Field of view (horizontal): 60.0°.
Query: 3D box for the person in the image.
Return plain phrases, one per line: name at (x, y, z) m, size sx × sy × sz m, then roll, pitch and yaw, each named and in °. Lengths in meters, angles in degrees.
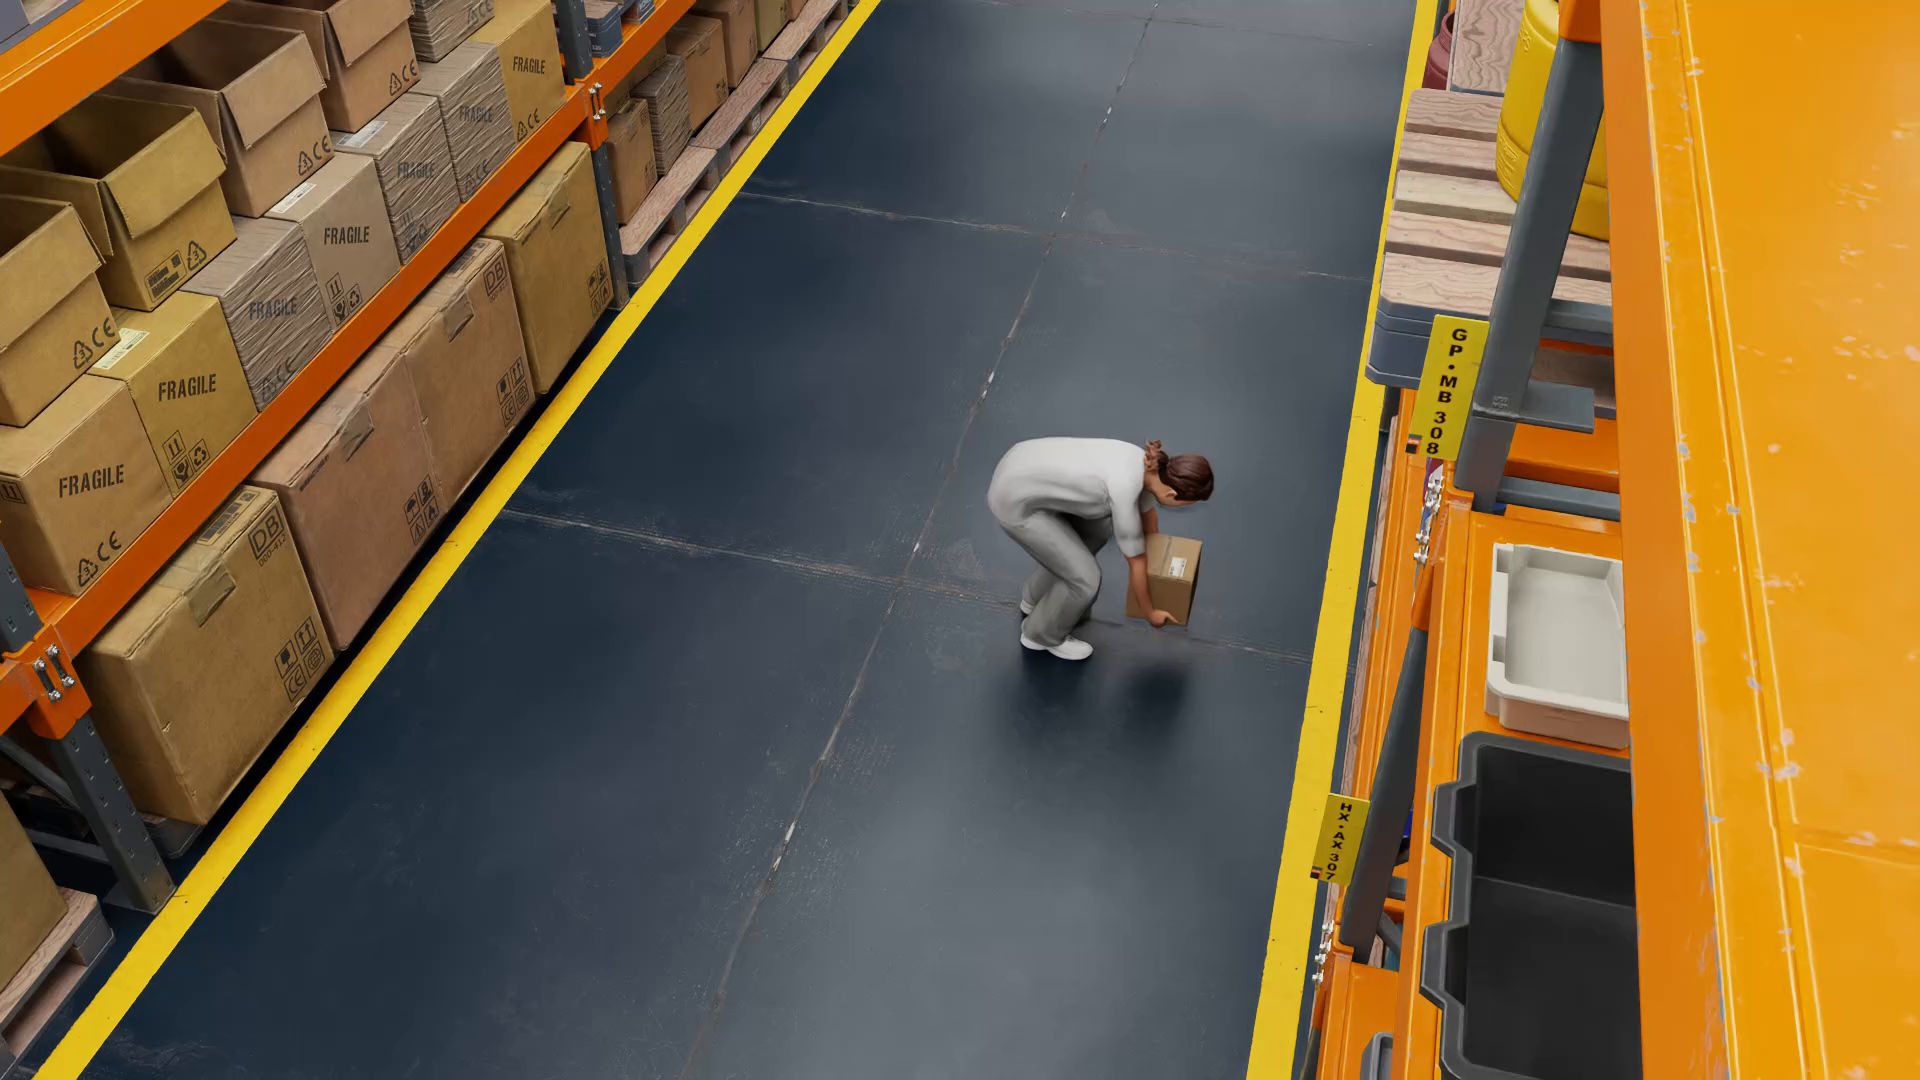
person at (0.543, 0.017, 6.634) m, size 0.865 × 1.024 × 0.460 m, roll 8°, pitch 42°, yaw 9°
